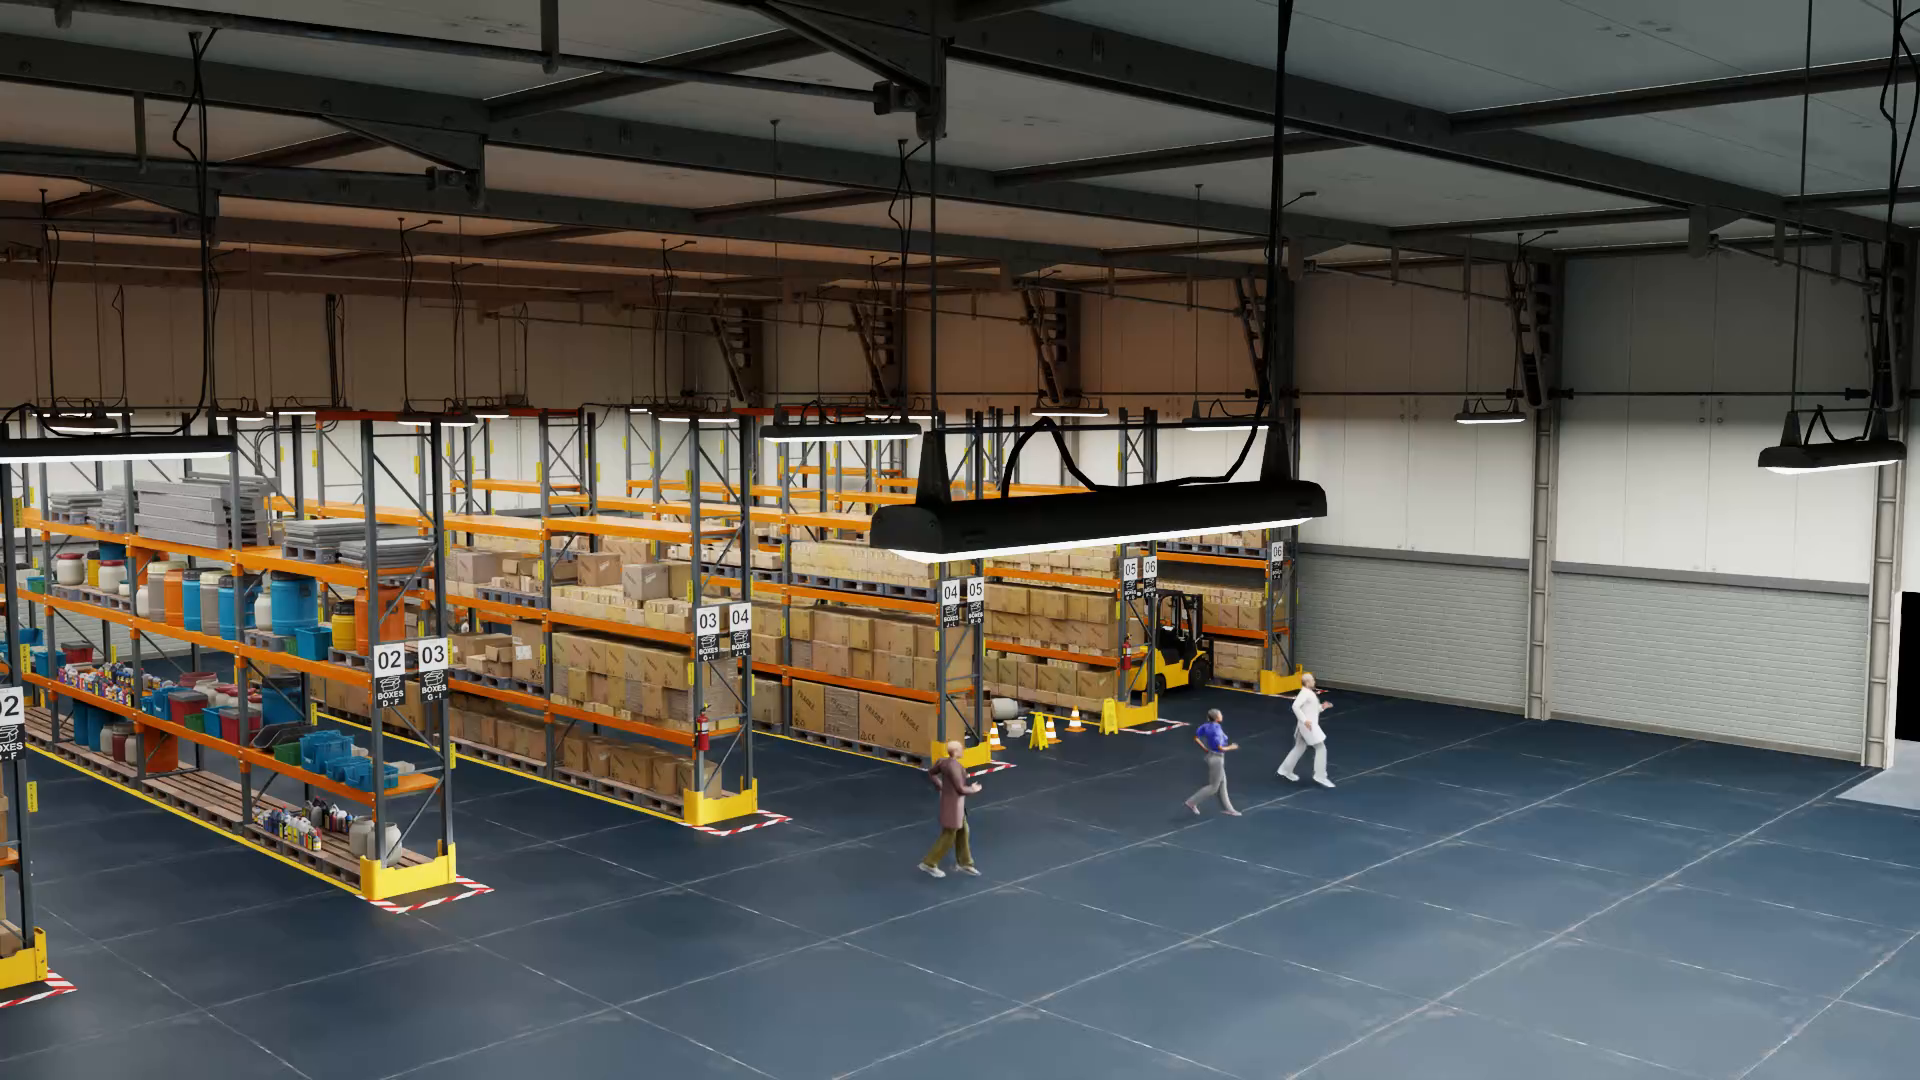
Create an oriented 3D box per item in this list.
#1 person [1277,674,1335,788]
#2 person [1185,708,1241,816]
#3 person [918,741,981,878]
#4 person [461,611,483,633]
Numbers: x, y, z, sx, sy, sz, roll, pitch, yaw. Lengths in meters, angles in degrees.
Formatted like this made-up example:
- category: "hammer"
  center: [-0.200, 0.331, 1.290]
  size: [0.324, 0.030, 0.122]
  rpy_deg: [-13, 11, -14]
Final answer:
- category: "person"
  center: [5.578, 3.100, 26.788]
  size: [0.902, 1.755, 0.680]
  rpy_deg: [0, 5, 0]
- category: "person"
  center: [3.760, 3.315, 24.640]
  size: [0.924, 1.644, 0.579]
  rpy_deg: [-1, 5, -13]
- category: "person"
  center: [-0.131, 3.527, 21.664]
  size: [0.887, 1.845, 0.736]
  rpy_deg: [-1, 5, -15]
- category: "person"
  center: [-10.493, 2.327, 35.809]
  size: [0.575, 1.664, 0.855]
  rpy_deg: [-4, 6, -36]
